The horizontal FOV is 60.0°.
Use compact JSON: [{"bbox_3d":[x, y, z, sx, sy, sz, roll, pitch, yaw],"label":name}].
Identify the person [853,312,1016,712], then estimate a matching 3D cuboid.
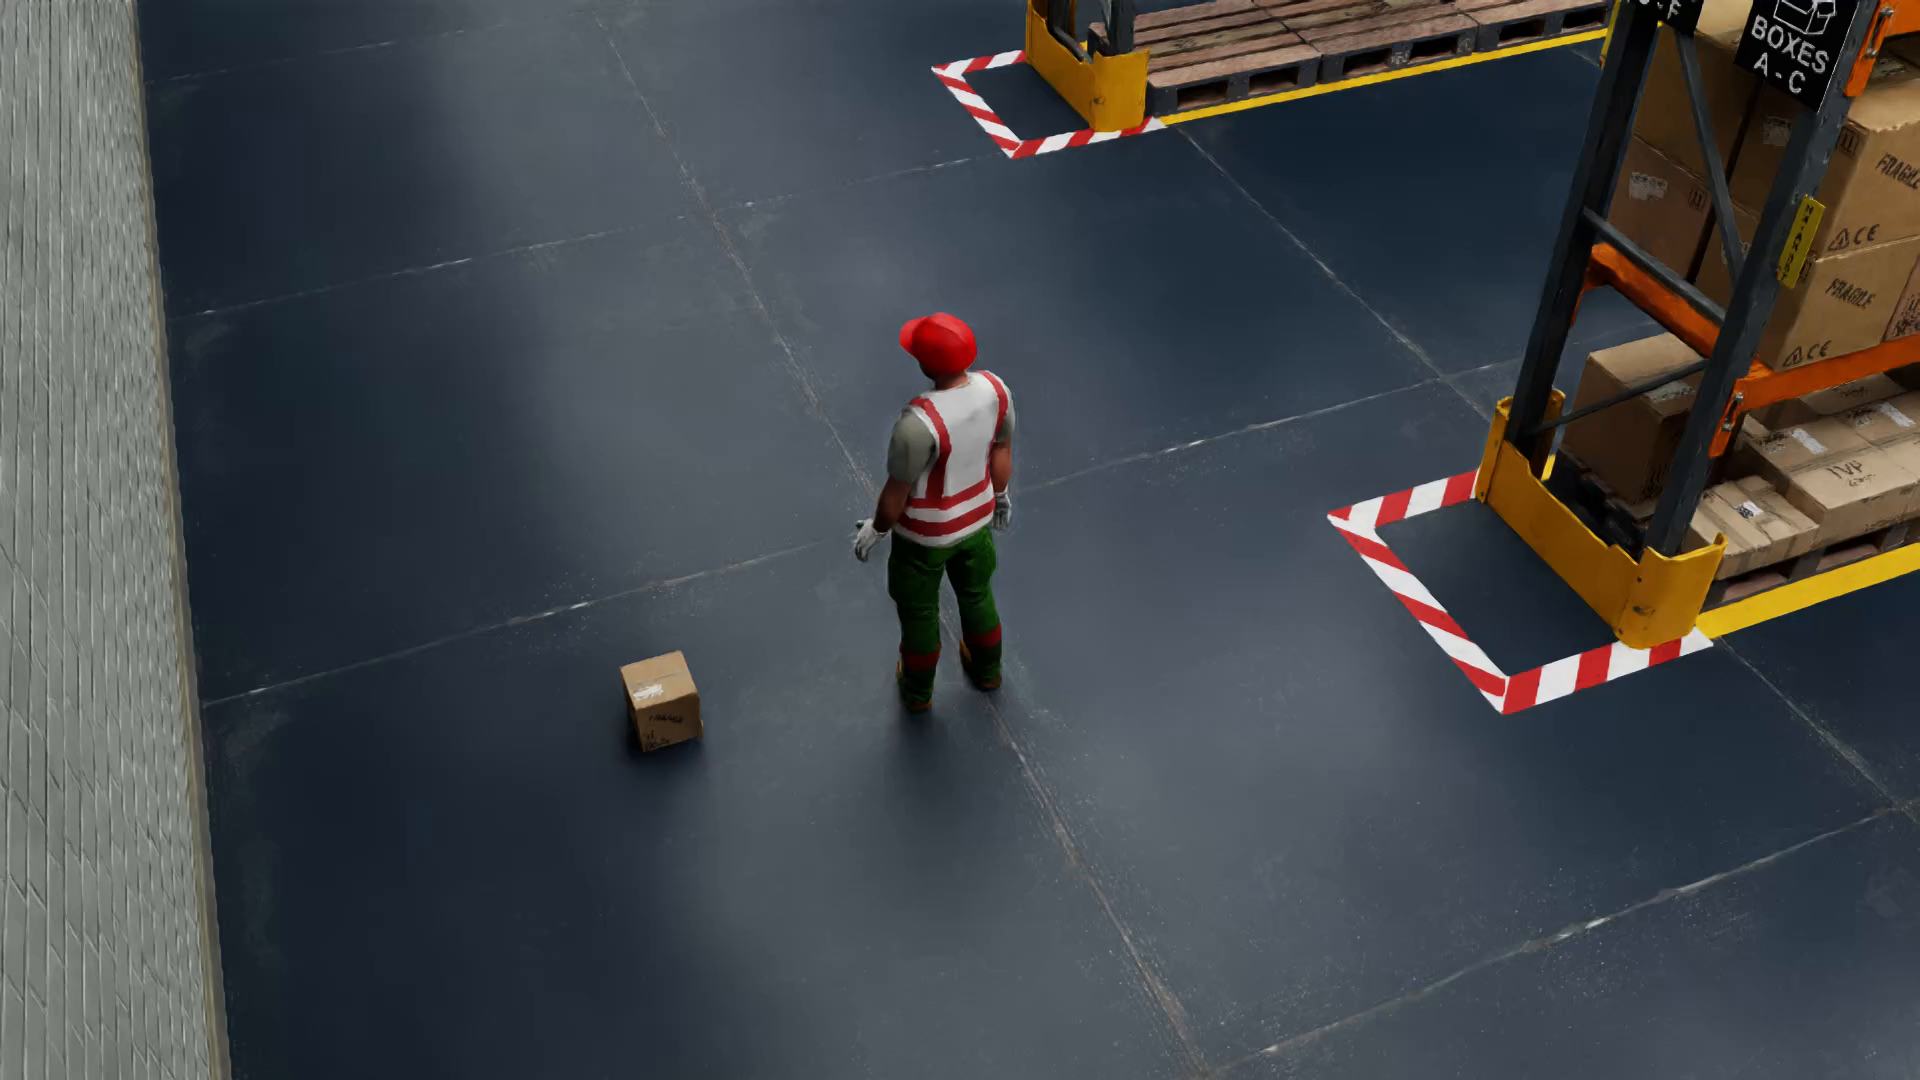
[{"bbox_3d":[-0.084,-0.084,6.198,0.629,1.795,0.378,-29,49,-29],"label":"person"}]
